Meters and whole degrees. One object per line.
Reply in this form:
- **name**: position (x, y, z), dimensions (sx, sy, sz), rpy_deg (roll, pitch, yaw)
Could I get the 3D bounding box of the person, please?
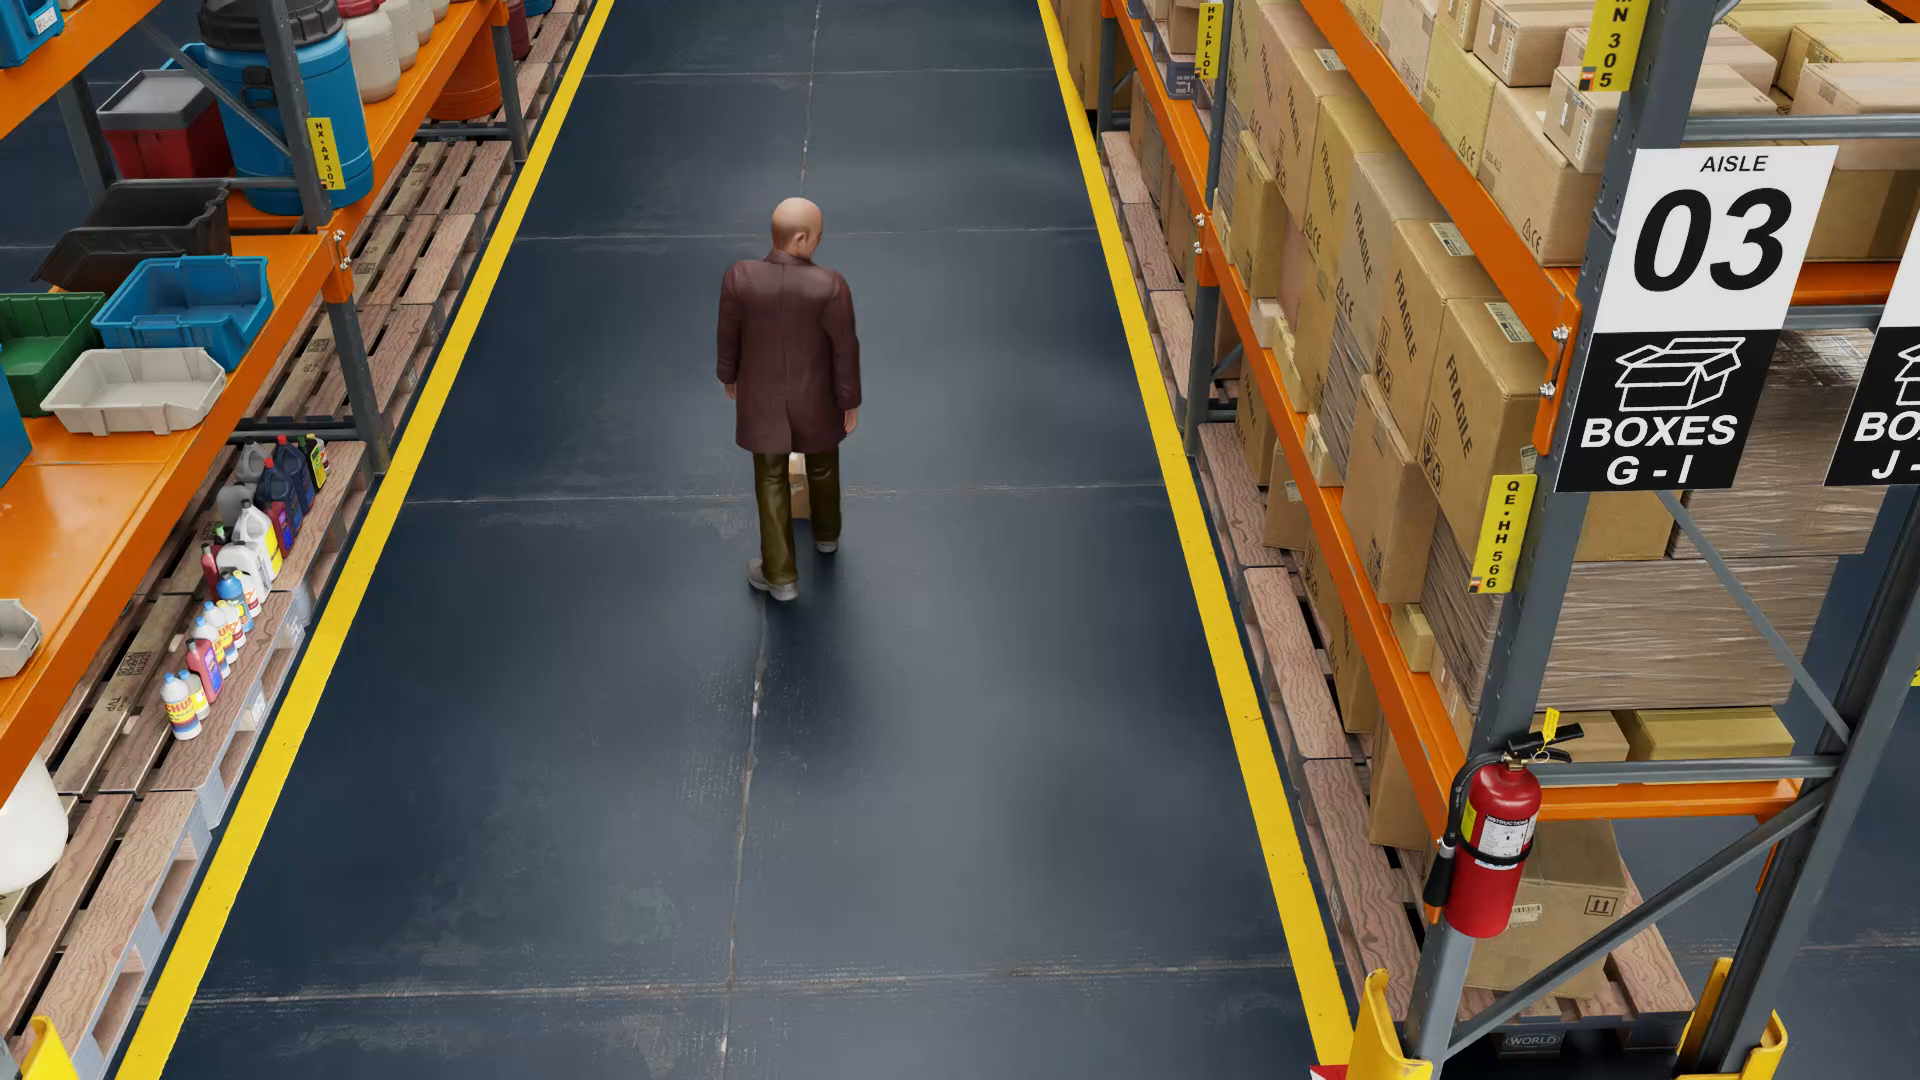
- **person**: position (-0.725, -0.639, 7.064), dimensions (0.623, 1.767, 0.816), rpy_deg (-1, 35, -2)
